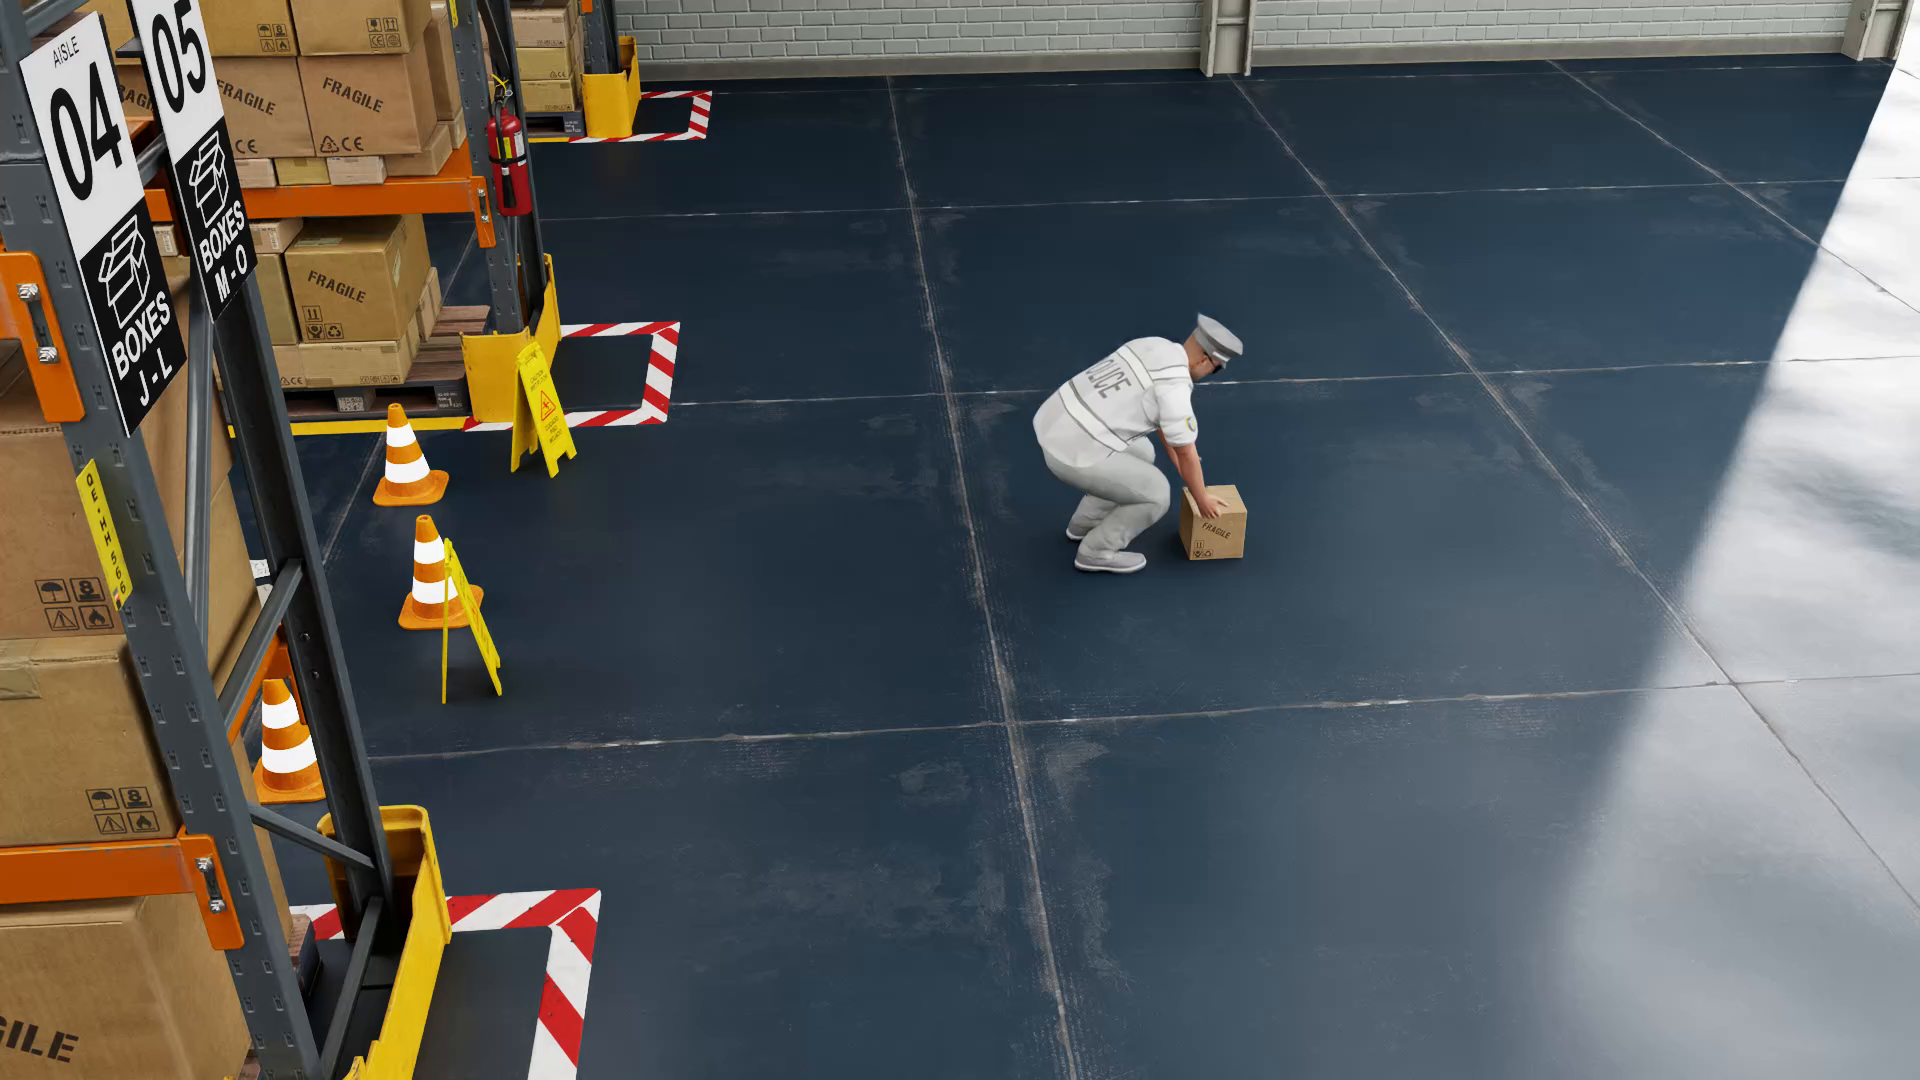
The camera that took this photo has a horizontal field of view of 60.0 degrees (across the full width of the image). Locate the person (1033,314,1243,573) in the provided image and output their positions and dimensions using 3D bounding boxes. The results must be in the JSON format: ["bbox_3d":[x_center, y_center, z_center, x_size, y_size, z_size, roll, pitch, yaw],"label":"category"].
[{"bbox_3d":[0.802,-0.452,7.500,0.898,1.120,0.576,-3,31,-5],"label":"person"}]
